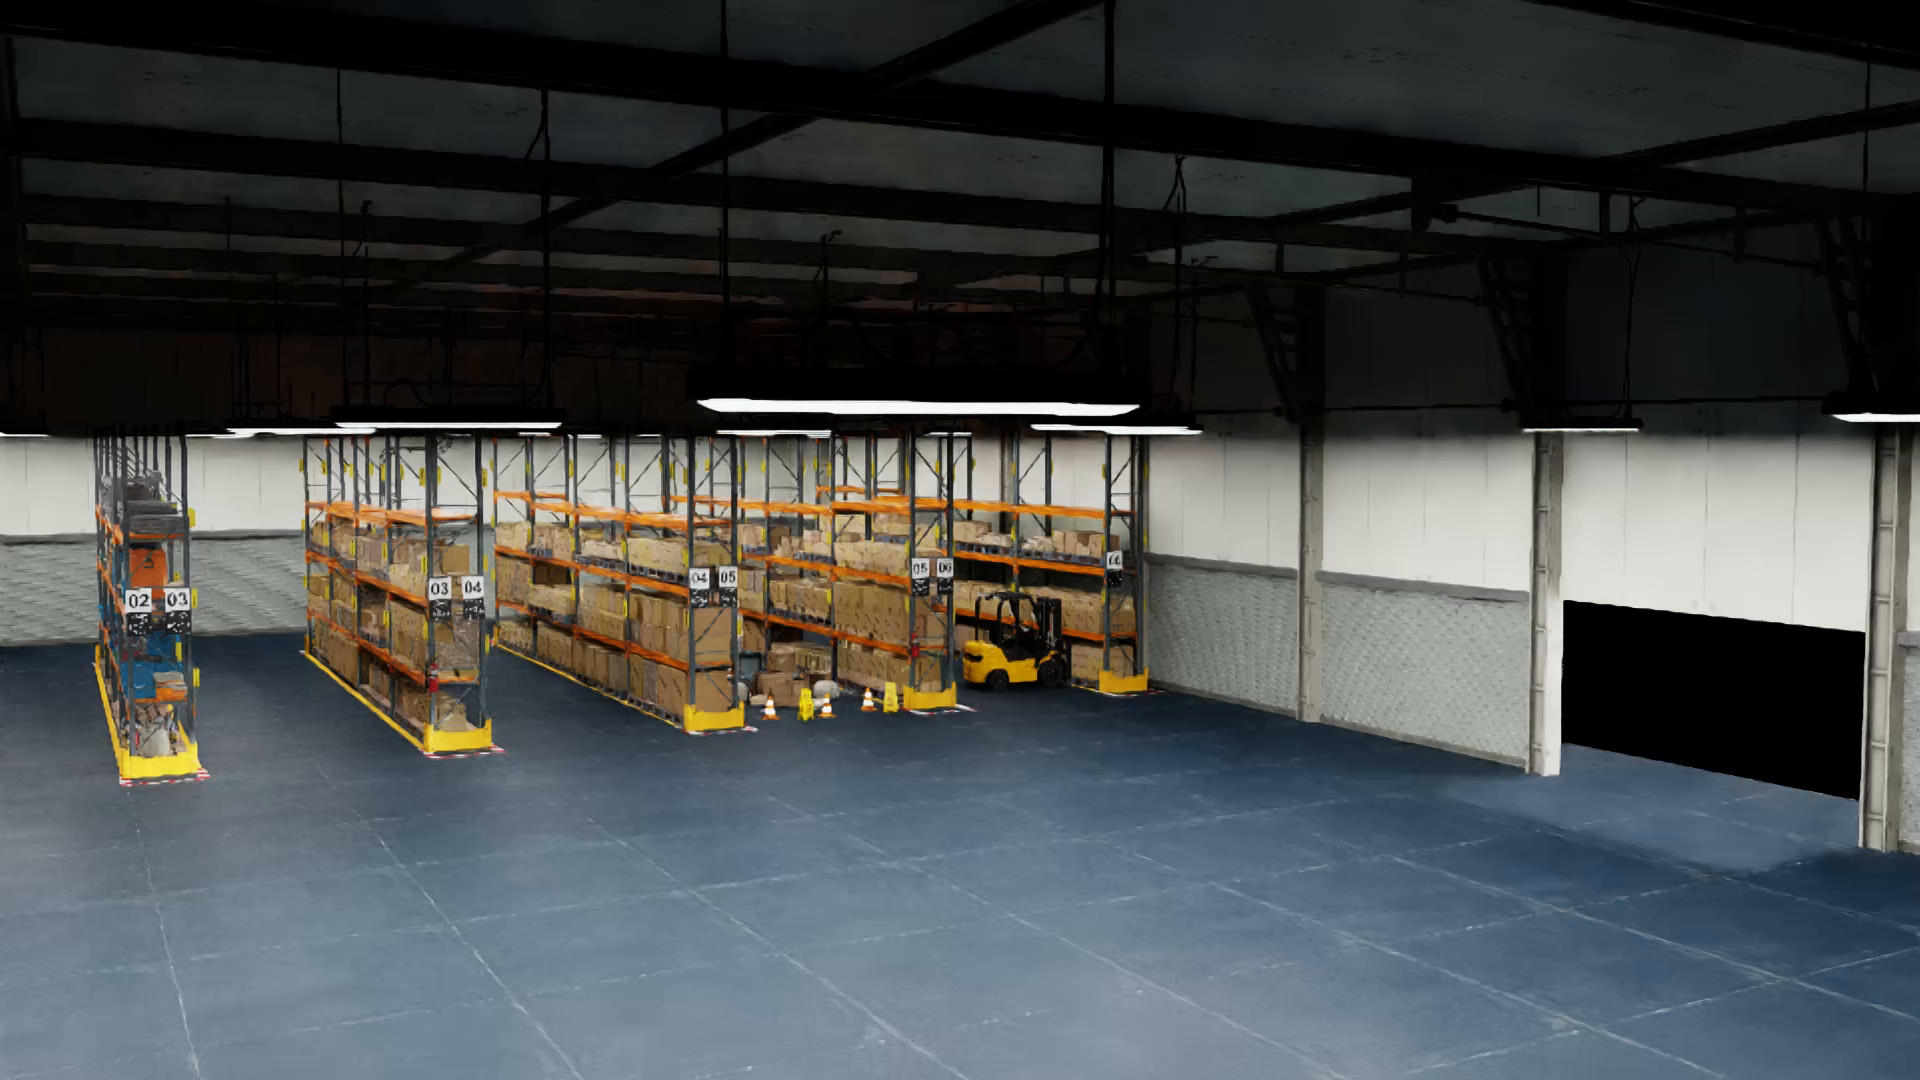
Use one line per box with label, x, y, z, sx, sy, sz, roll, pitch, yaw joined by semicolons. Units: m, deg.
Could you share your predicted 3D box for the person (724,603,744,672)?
person;-5.497;2.376;40.513;0.579;1.760;0.676;0;3;-3
